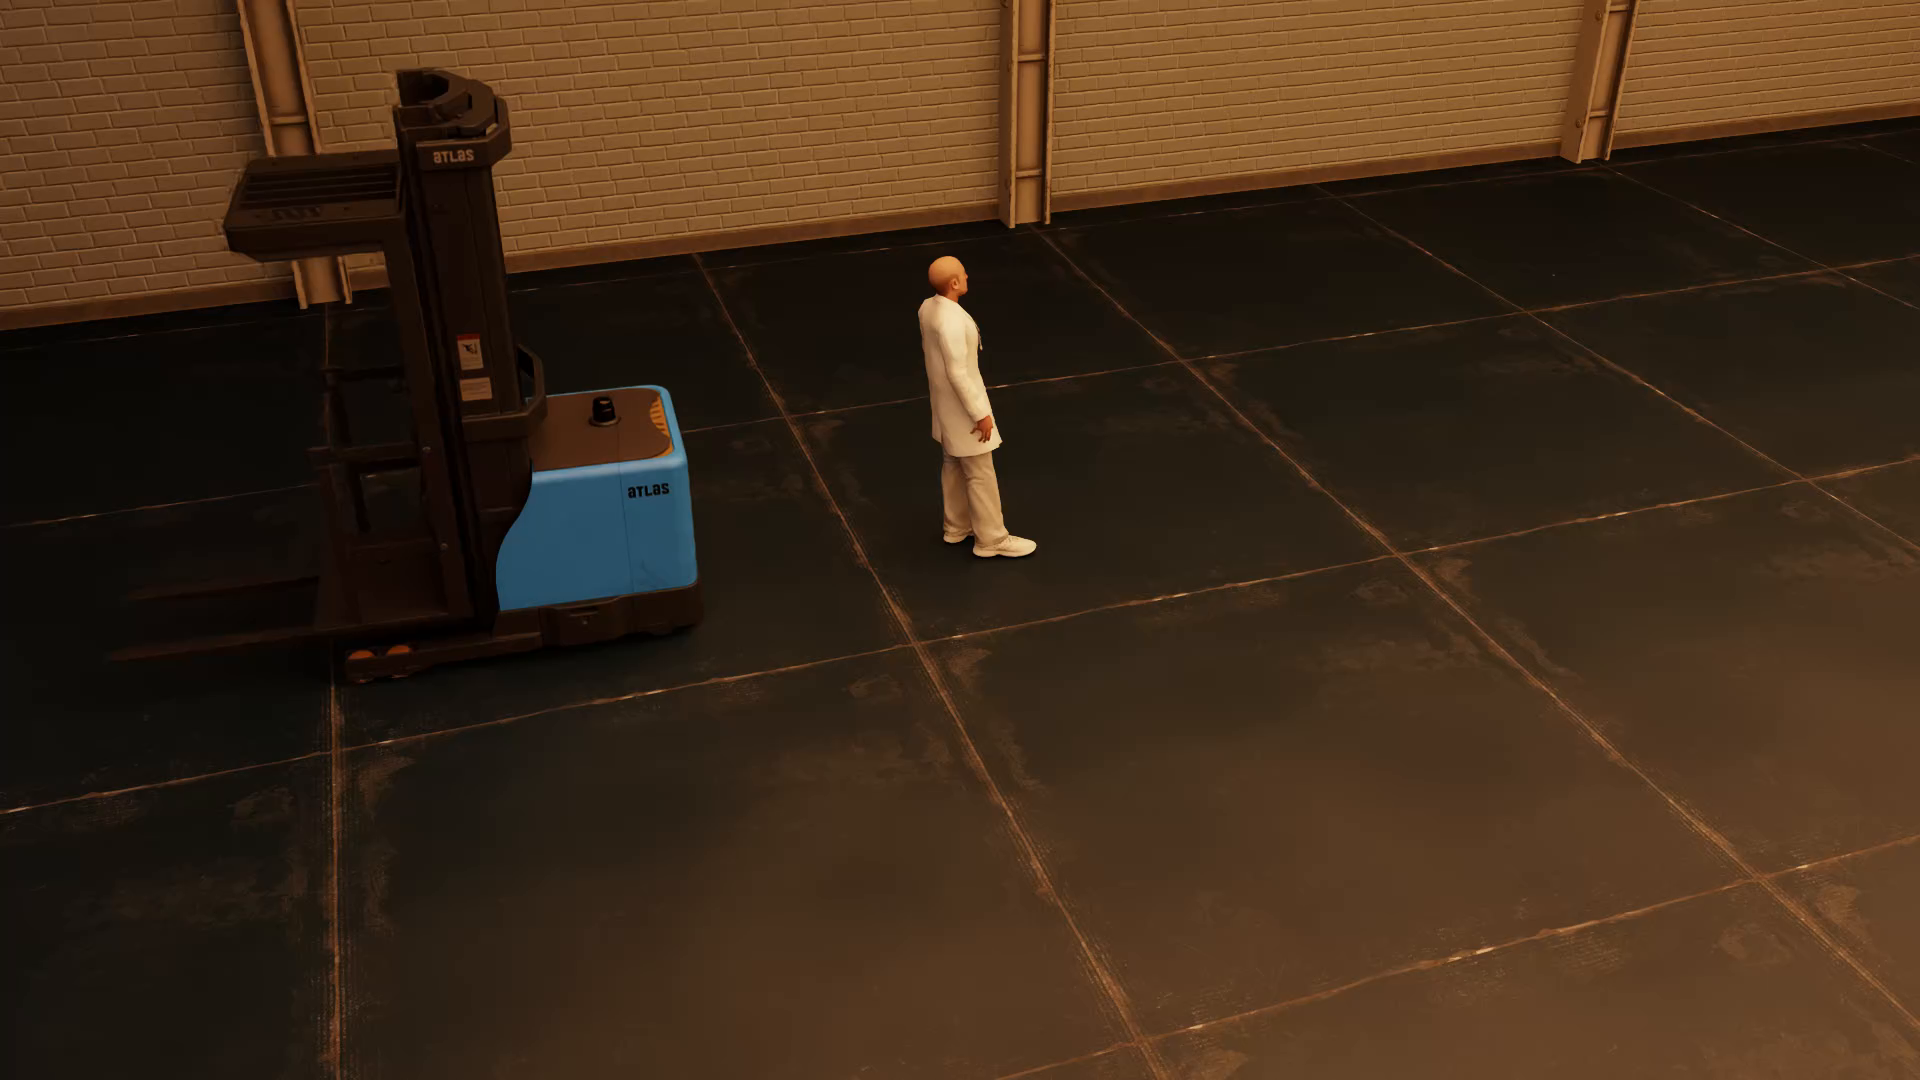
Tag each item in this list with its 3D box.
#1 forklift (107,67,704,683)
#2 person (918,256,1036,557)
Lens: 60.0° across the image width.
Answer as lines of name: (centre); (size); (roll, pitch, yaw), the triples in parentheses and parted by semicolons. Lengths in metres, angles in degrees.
forklift: (-2.987, -0.814, 8.501); (3.031, 2.935, 1.130); (-8, 31, -13)
person: (0.088, -0.790, 9.601); (0.578, 1.778, 0.698); (-10, 31, -16)
